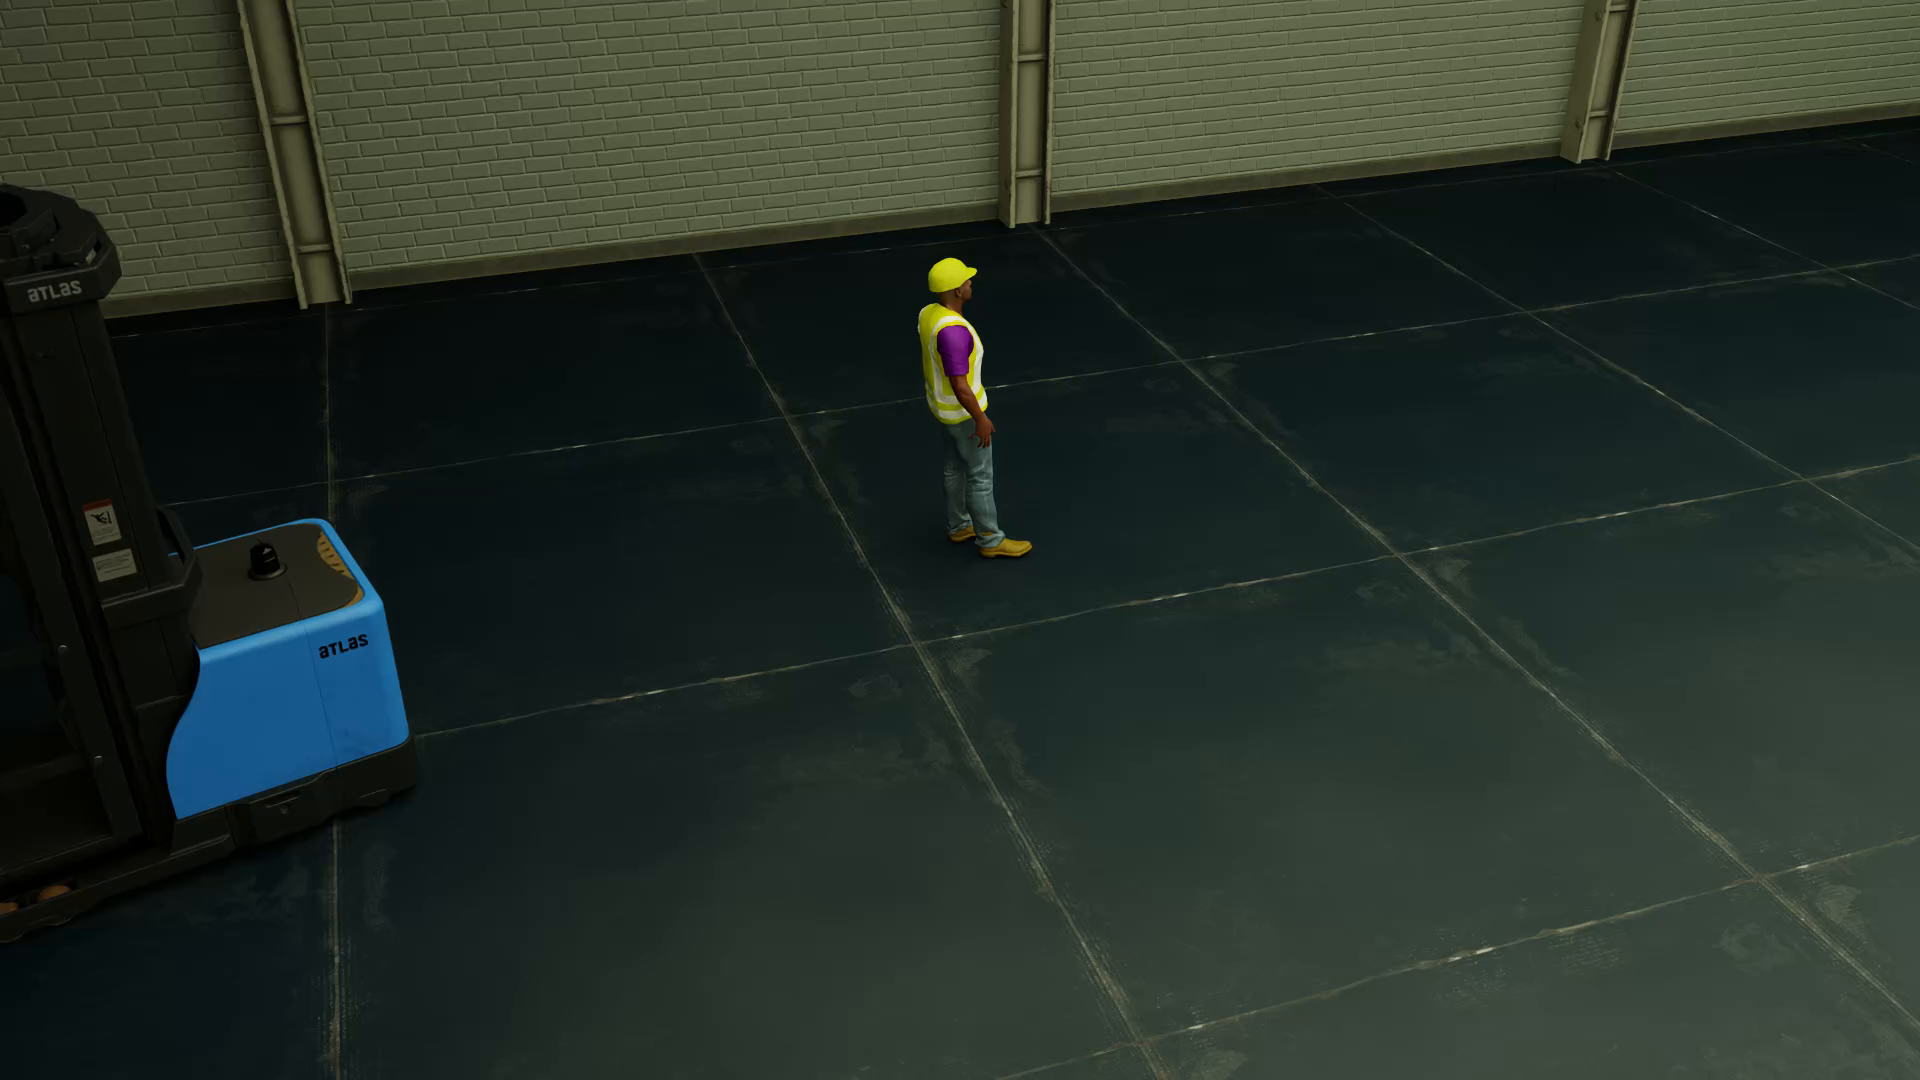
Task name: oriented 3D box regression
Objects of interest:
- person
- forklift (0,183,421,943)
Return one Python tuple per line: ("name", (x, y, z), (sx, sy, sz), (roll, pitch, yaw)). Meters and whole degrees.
("person", (0.068, -0.780, 9.596), (0.577, 1.765, 0.665), (-10, 31, -16))
("forklift", (-4.083, 0.136, 6.851), (3.031, 2.935, 1.130), (-18, 35, -29))
